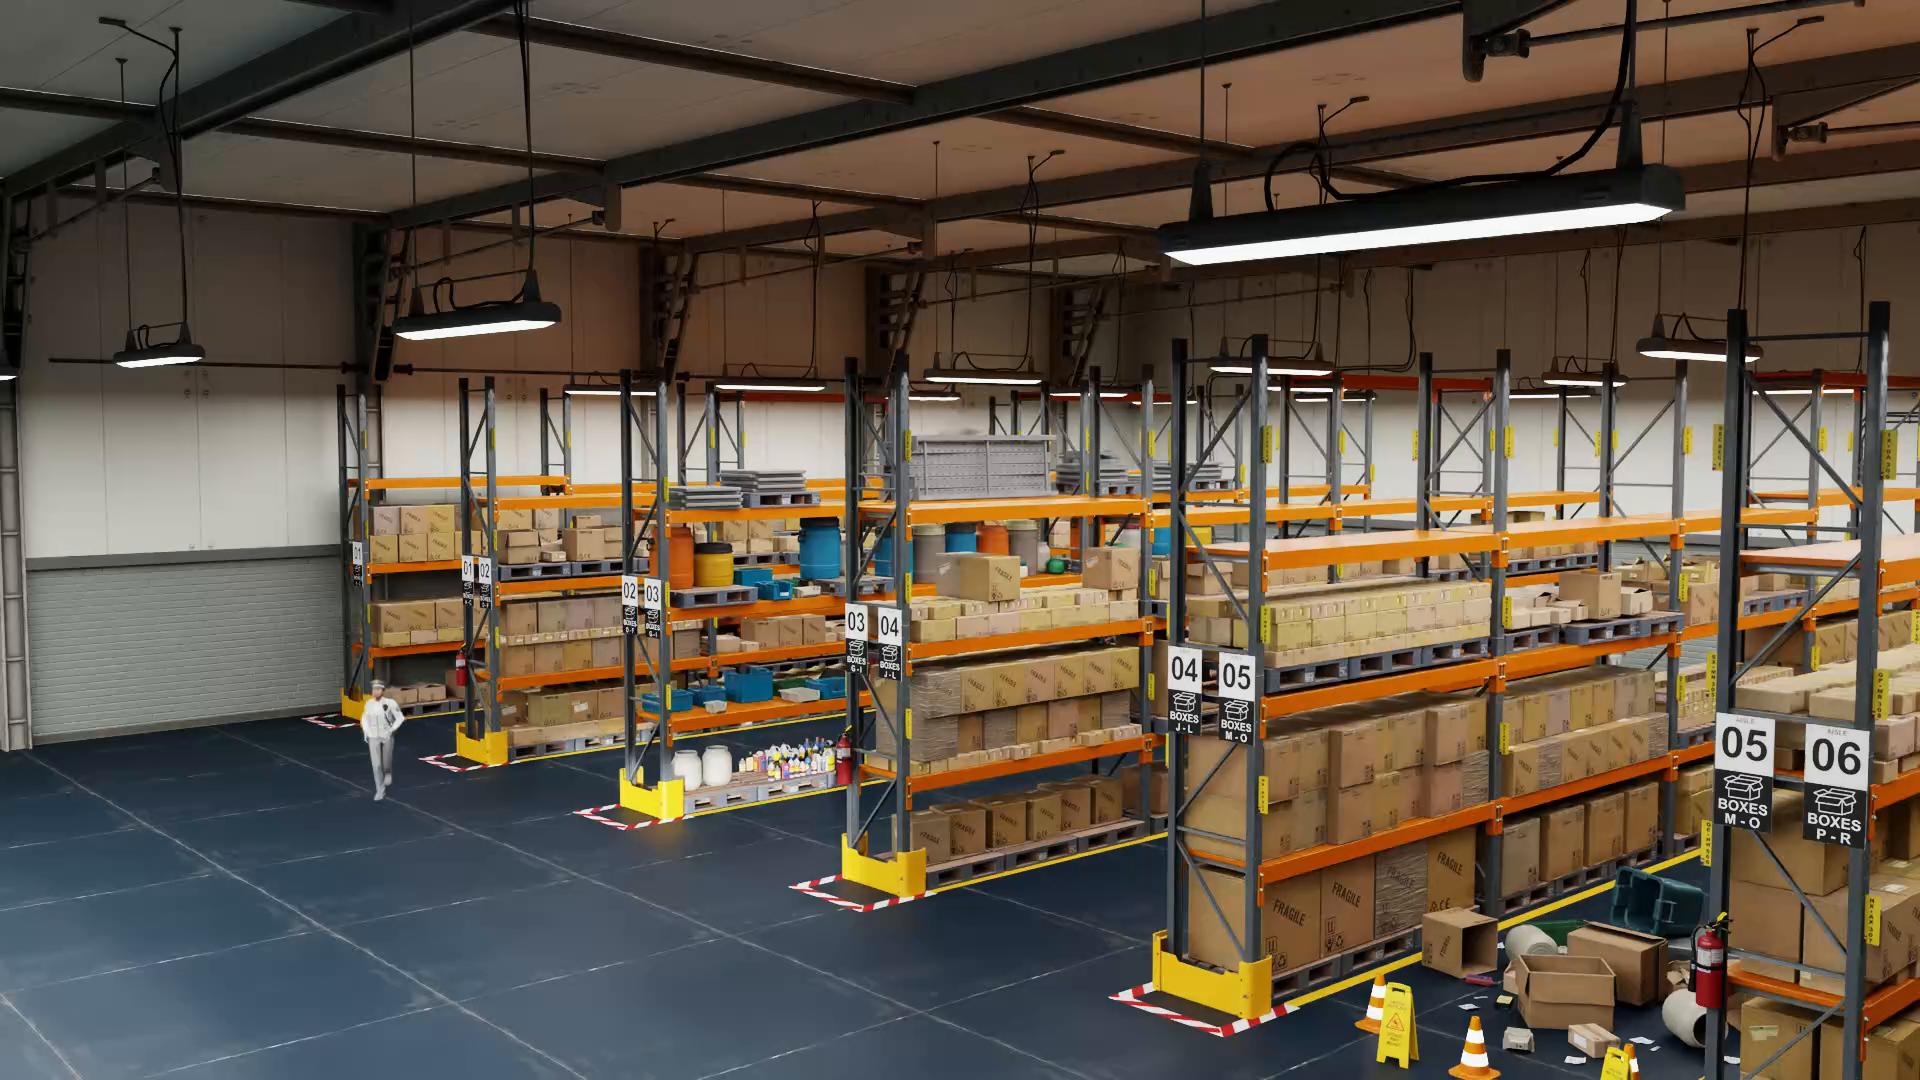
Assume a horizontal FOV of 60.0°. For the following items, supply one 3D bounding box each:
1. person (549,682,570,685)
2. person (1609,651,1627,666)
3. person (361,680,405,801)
[{"bbox_3d":[-6.858,2.358,28.768,1.049,1.761,0.704,-3,5,-40],"label":"person"},{"bbox_3d":[11.973,2.340,30.659,0.587,1.720,0.705,-2,4,-25],"label":"person"},{"bbox_3d":[-8.171,2.800,23.516,0.613,1.681,0.650,0,4,-5],"label":"person"}]
